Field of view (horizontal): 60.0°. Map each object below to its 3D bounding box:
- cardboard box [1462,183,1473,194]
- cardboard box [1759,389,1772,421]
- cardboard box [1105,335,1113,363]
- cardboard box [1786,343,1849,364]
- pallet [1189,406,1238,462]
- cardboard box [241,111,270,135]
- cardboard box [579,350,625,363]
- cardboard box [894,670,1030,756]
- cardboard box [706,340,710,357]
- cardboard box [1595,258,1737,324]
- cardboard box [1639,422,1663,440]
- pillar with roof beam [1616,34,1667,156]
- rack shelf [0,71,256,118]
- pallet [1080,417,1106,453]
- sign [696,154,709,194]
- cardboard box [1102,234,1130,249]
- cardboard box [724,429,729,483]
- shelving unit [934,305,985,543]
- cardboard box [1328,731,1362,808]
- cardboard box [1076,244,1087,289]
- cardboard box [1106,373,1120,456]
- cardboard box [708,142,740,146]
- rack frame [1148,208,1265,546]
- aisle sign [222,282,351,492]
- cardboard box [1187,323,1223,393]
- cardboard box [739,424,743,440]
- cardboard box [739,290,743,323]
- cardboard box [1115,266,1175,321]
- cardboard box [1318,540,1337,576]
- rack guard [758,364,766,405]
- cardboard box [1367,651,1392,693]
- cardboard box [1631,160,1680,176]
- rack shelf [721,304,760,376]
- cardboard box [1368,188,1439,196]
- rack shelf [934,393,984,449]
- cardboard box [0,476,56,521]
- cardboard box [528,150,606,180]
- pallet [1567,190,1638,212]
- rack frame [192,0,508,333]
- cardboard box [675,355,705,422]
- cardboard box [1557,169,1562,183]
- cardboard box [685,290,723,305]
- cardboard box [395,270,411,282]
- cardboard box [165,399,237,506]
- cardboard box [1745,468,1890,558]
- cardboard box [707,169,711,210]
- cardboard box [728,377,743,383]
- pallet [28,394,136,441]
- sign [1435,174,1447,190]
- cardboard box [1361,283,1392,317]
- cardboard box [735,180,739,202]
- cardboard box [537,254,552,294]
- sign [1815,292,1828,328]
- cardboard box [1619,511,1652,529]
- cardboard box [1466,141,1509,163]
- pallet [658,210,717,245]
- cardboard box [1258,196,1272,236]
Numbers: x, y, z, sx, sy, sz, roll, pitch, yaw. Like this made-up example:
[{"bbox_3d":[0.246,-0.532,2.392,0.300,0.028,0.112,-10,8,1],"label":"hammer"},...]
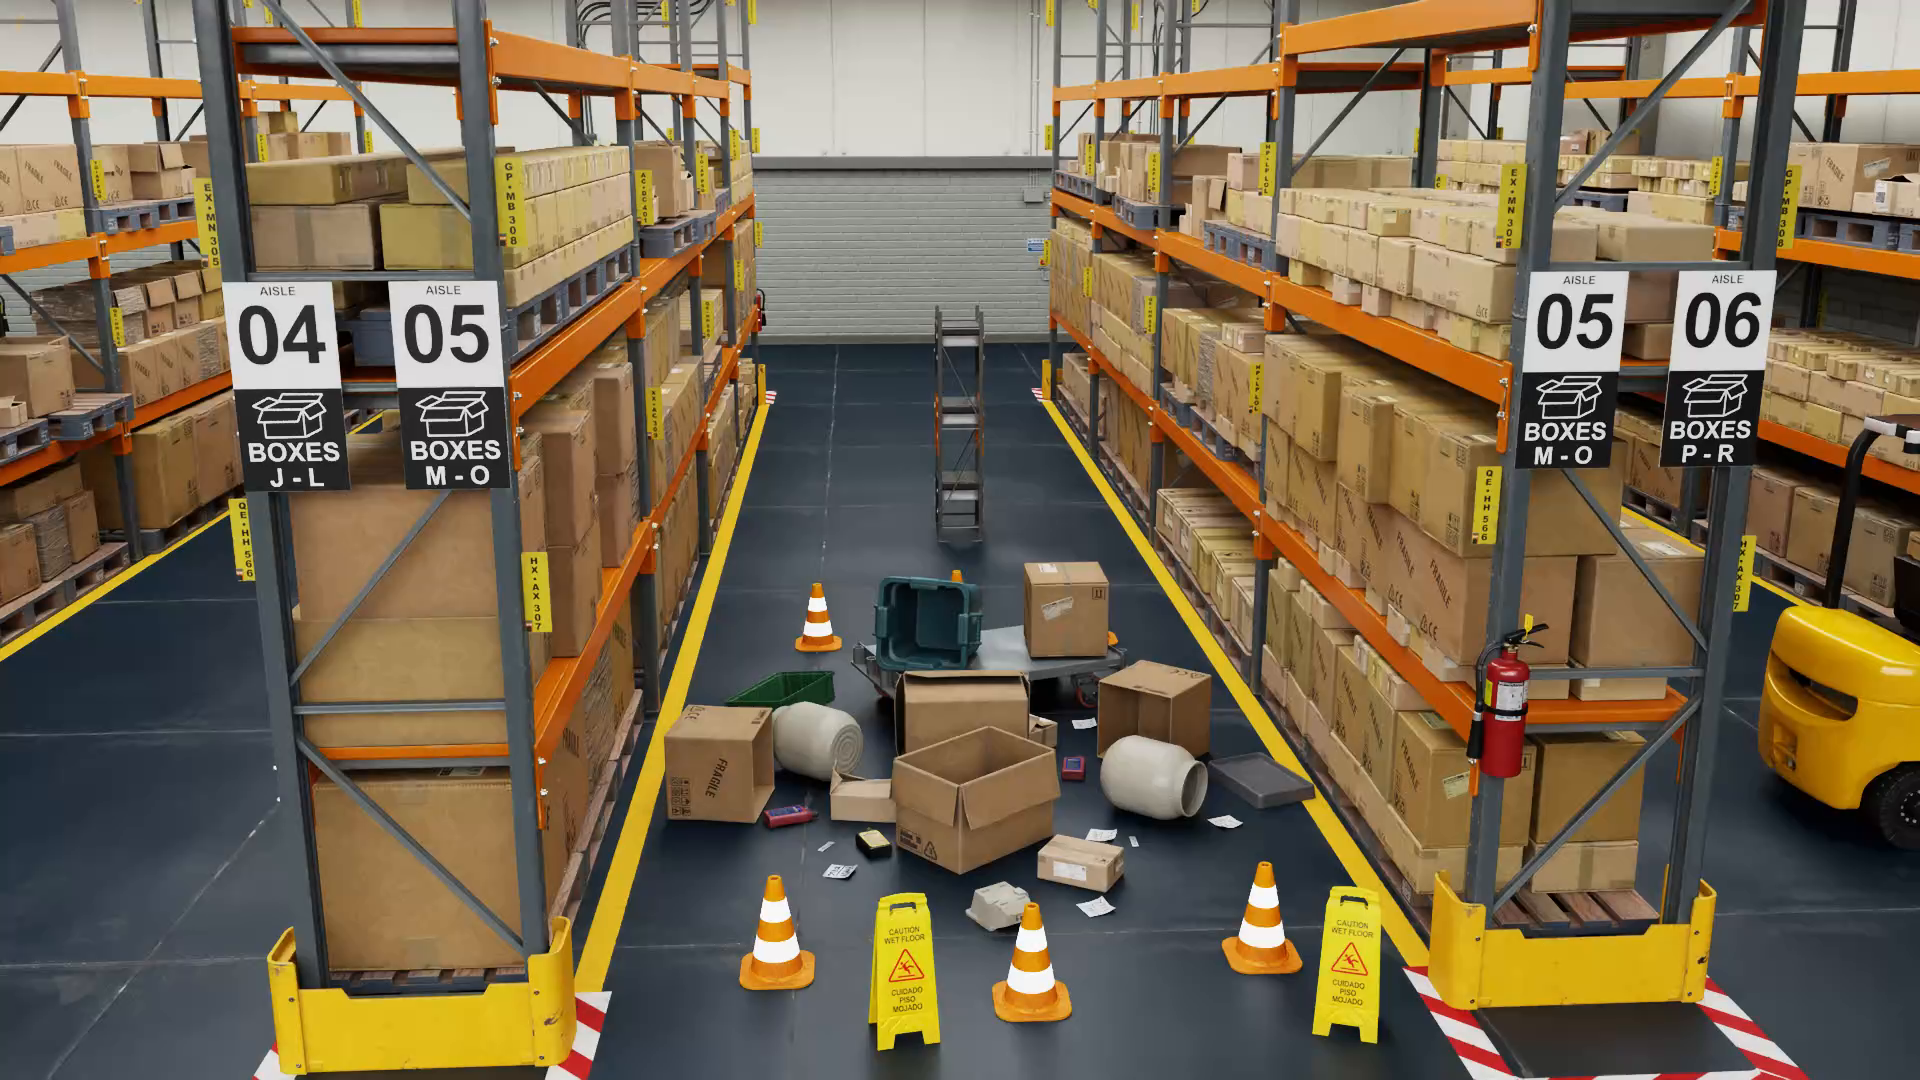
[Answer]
[{"bbox_3d":[6.465,-4.353,20.634,0.380,0.149,0.250,-1,14,-3],"label":"cardboard box"},{"bbox_3d":[6.984,-1.186,14.143,0.500,0.250,0.500,-1,14,-5],"label":"cardboard box"},{"bbox_3d":[1.786,-1.973,17.200,0.500,0.250,0.500,-1,14,-4],"label":"cardboard box"},{"bbox_3d":[7.034,-1.520,13.637,0.380,0.149,0.250,-1,14,-3],"label":"cardboard box"},{"bbox_3d":[2.384,-0.836,12.865,1.003,0.211,1.213,-1,14,-3],"label":"pallet"},{"bbox_3d":[-7.970,-4.613,18.389,0.500,0.250,0.500,-2,15,-7],"label":"cardboard box"},{"bbox_3d":[-2.477,-0.828,9.979,0.875,0.550,0.550,-1,14,-3],"label":"cardboard box"},{"bbox_3d":[0.015,1.082,9.763,0.797,0.637,0.503,-1,14,-3],"label":"cardboard box"},{"bbox_3d":[-2.624,-1.845,16.063,0.380,0.149,0.250,-1,14,-3],"label":"cardboard box"},{"bbox_3d":[2.951,-1.085,7.130,0.500,0.250,0.500,-1,14,-4],"label":"cardboard box"},{"bbox_3d":[6.871,-1.058,16.214,0.380,0.149,0.250,-1,14,-5],"label":"cardboard box"},{"bbox_3d":[3.487,-5.519,18.642,9.100,9.000,0.400,-1,14,-3],"label":"pillar with roof beam"},{"bbox_3d":[-7.794,-4.129,15.483,1.077,0.370,4.000,-1,14,-3],"label":"rack shelf"},{"bbox_3d":[2.004,-1.255,19.706,1.003,0.211,1.213,-1,14,-3],"label":"pallet"},{"bbox_3d":[-2.159,-3.067,13.935,0.100,0.325,0.005,-1,14,-3],"label":"sign"},{"bbox_3d":[1.728,-3.401,18.941,0.380,0.149,0.250,-1,14,-2],"label":"cardboard box"},{"bbox_3d":[-2.605,-0.871,16.791,0.500,0.500,0.500,-1,14,-5],"label":"cardboard box"},{"bbox_3d":[-0.010,-1.058,15.148,0.431,2.100,0.503,-1,14,-3],"label":"shelving unit"},{"bbox_3d":[2.336,1.241,9.082,0.500,0.250,0.500,-1,14,-5],"label":"cardboard box"},{"bbox_3d":[1.645,-3.188,19.412,0.500,0.500,0.500,-1,14,-4],"label":"cardboard box"},{"bbox_3d":[2.091,-1.437,18.237,0.875,0.875,0.875,0,14,-2],"label":"cardboard box"},{"bbox_3d":[-2.822,-4.663,19.831,0.380,0.149,0.250,-1,14,-5],"label":"cardboard box"},{"bbox_3d":[2.221,-1.421,14.752,1.000,3.000,0.127,-1,14,-3],"label":"rack frame"},{"bbox_3d":[-2.513,-0.566,6.215,0.394,0.787,0.004,-1,14,-3],"label":"aisle sign"},{"bbox_3d":[2.097,-1.440,13.186,0.500,0.500,0.500,-1,14,-2],"label":"cardboard box"},{"bbox_3d":[-2.663,-1.232,18.898,0.380,0.149,0.250,-2,15,-6],"label":"cardboard box"},{"bbox_3d":[-2.778,-2.757,19.146,0.500,0.500,0.500,-1,14,-3],"label":"cardboard box"},{"bbox_3d":[1.839,-2.455,16.565,0.500,0.500,0.500,-1,14,-4],"label":"cardboard box"},{"bbox_3d":[2.238,0.097,9.357,0.380,0.149,0.250,-1,14,-3],"label":"cardboard box"},{"bbox_3d":[-3.204,-2.079,22.329,1.175,0.500,0.348,-1,14,-3],"label":"rack guard"},{"bbox_3d":[2.304,0.672,8.488,0.380,0.149,0.250,-1,14,-3],"label":"cardboard box"},{"bbox_3d":[6.778,-3.619,16.181,0.380,0.149,0.250,-1,14,-3],"label":"cardboard box"},{"bbox_3d":[-3.085,-2.463,20.247,1.077,0.370,4.000,-1,14,-3],"label":"rack shelf"},{"bbox_3d":[2.706,-2.068,10.151,0.380,0.149,0.250,-1,14,-2],"label":"cardboard box"},{"bbox_3d":[-0.010,-1.045,15.152,0.431,0.518,0.480,-1,14,-3],"label":"rack shelf"},{"bbox_3d":[-7.556,-0.336,13.163,0.500,0.250,0.500,1,14,3],"label":"cardboard box"},{"bbox_3d":[-2.061,-1.955,8.671,0.380,0.149,0.250,-1,14,-3],"label":"cardboard box"},{"bbox_3d":[6.965,-3.434,16.933,1.213,0.211,1.003,-1,14,-3],"label":"pallet"},{"bbox_3d":[-2.218,-2.235,5.877,1.000,3.000,0.127,-1,14,-3],"label":"rack frame"},{"bbox_3d":[-2.418,-1.260,13.926,0.500,0.500,0.500,-1,14,-3],"label":"cardboard box"},{"bbox_3d":[6.530,-3.931,17.948,0.380,0.149,0.250,-1,14,-3],"label":"cardboard box"},{"bbox_3d":[-2.742,-2.587,17.753,0.380,0.149,0.250,0,14,-1],"label":"cardboard box"},{"bbox_3d":[-2.623,-1.179,7.255,0.380,0.149,0.250,-1,14,-3],"label":"cardboard box"},{"bbox_3d":[-7.740,-0.836,15.901,1.225,0.875,0.875,-1,14,-3],"label":"cardboard box"},{"bbox_3d":[7.248,-0.234,14.063,0.875,0.625,0.625,0,14,-2],"label":"cardboard box"},{"bbox_3d":[-2.521,-3.091,15.022,0.500,0.500,0.500,-1,14,-3],"label":"cardboard box"},{"bbox_3d":[-2.847,-1.903,20.310,0.380,0.149,0.250,-1,14,-3],"label":"cardboard box"},{"bbox_3d":[-7.520,-0.999,13.499,1.213,0.211,1.003,-1,14,-3],"label":"pallet"},{"bbox_3d":[3.010,-2.139,10.488,0.100,0.325,0.005,-1,14,-3],"label":"sign"},{"bbox_3d":[2.275,-1.228,8.487,0.380,0.149,0.250,-1,14,-4],"label":"cardboard box"},{"bbox_3d":[-2.767,-3.938,18.816,0.500,0.250,0.500,-1,14,-4],"label":"cardboard box"},{"bbox_3d":[-1.951,-1.128,7.057,0.380,0.149,0.250,-1,14,-3],"label":"cardboard box"},{"bbox_3d":[7.728,-2.069,14.946,0.100,0.325,0.005,-1,14,-3],"label":"sign"},{"bbox_3d":[2.929,0.125,7.945,0.500,0.500,0.500,0,14,-2],"label":"cardboard box"},{"bbox_3d":[6.555,-4.762,20.419,0.500,0.250,0.500,0,14,-2],"label":"cardboard box"},{"bbox_3d":[-2.621,-2.521,13.388,1.213,0.211,1.003,0,14,-1],"label":"pallet"},{"bbox_3d":[2.288,-2.152,11.035,0.500,0.250,0.500,-1,14,-5],"label":"cardboard box"}]
